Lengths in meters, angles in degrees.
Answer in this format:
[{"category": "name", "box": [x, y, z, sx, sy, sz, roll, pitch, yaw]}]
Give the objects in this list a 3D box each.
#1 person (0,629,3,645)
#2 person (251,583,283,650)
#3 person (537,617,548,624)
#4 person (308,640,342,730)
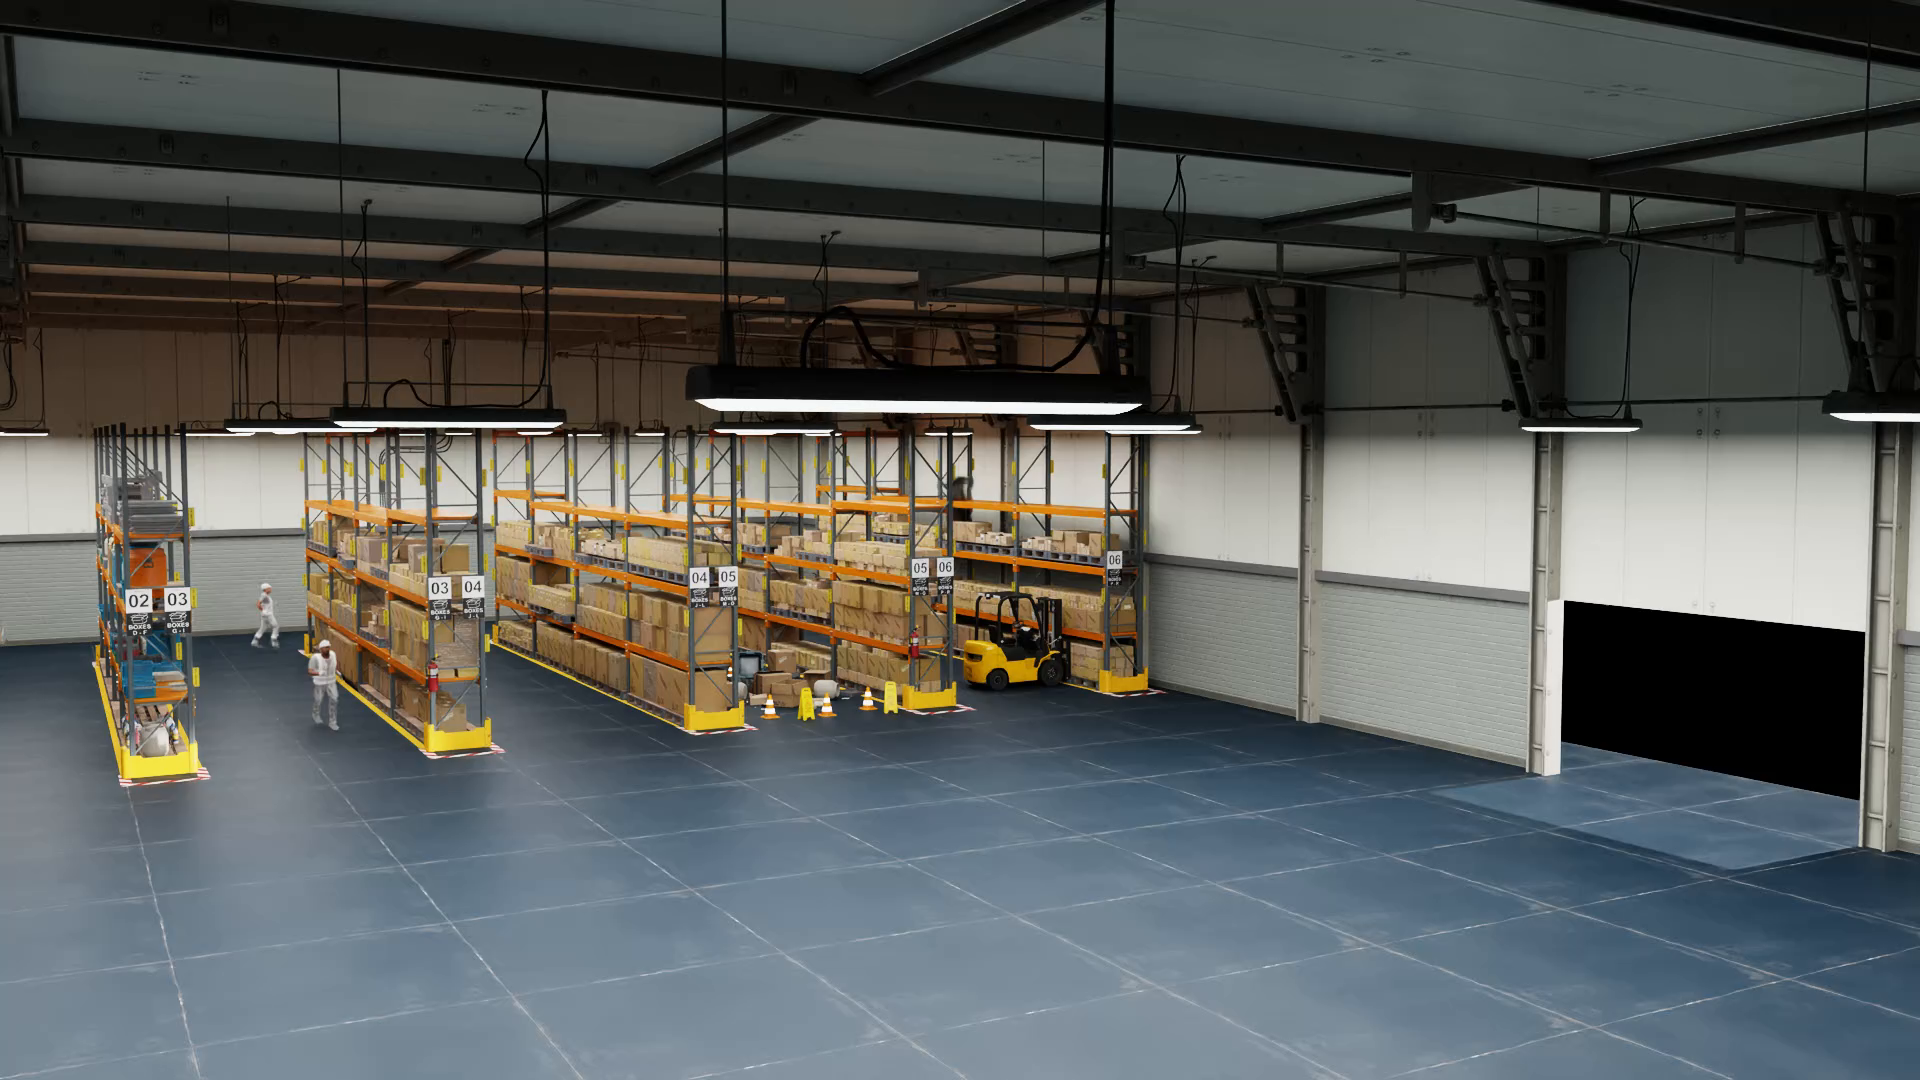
[{"category": "person", "box": [-23.440, 2.542, 40.206, 0.788, 1.517, 0.573, 2, 4, 33]}, {"category": "person", "box": [-18.780, 2.094, 45.055, 0.788, 1.845, 0.644, -2, 4, -32]}, {"category": "person", "box": [-12.600, 1.898, 50.098, 0.573, 1.611, 0.757, 1, 4, 16]}, {"category": "person", "box": [-12.569, 2.845, 32.907, 0.711, 1.767, 0.983, -3, 4, -38]}]
